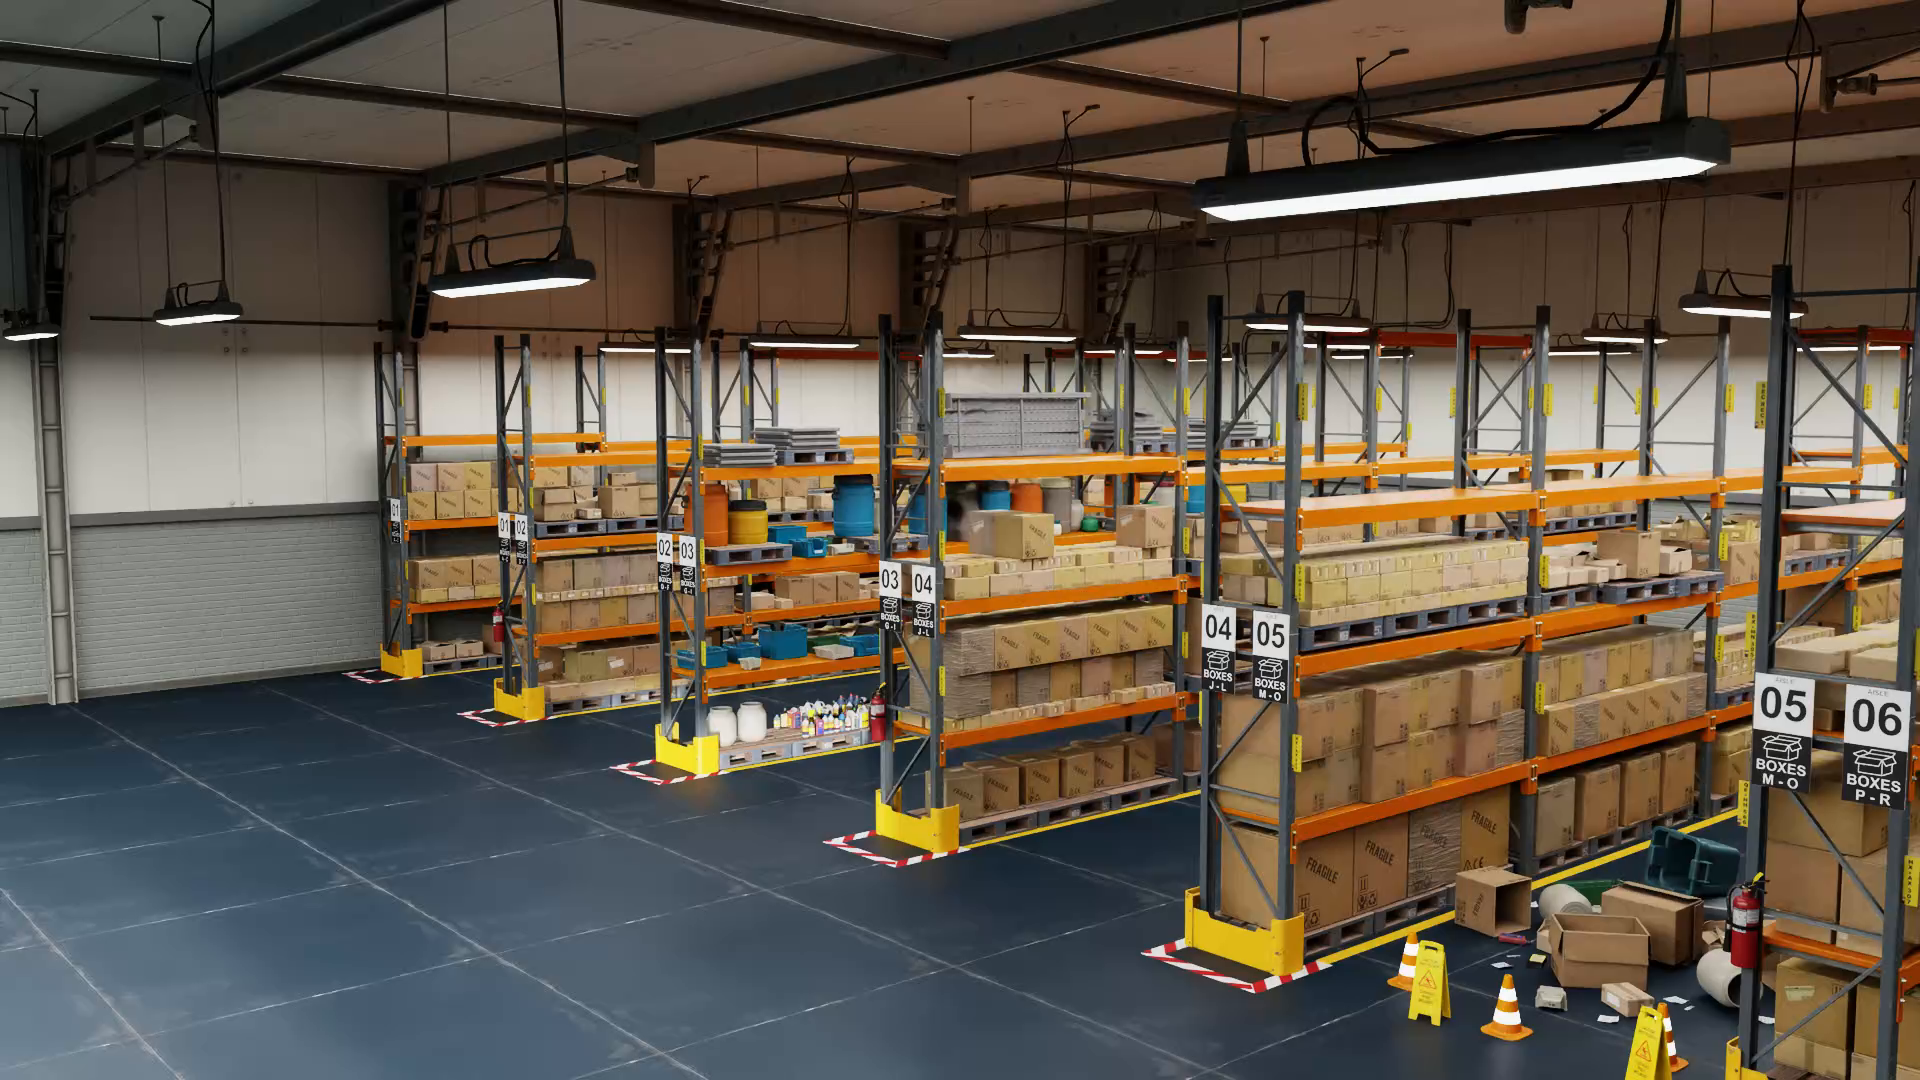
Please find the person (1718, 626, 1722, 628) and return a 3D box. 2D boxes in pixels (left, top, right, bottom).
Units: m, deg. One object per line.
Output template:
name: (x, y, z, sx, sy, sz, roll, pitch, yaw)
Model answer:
person: (11.501, 2.082, 25.075, 0.809, 1.585, 0.551, -3, 6, -33)
